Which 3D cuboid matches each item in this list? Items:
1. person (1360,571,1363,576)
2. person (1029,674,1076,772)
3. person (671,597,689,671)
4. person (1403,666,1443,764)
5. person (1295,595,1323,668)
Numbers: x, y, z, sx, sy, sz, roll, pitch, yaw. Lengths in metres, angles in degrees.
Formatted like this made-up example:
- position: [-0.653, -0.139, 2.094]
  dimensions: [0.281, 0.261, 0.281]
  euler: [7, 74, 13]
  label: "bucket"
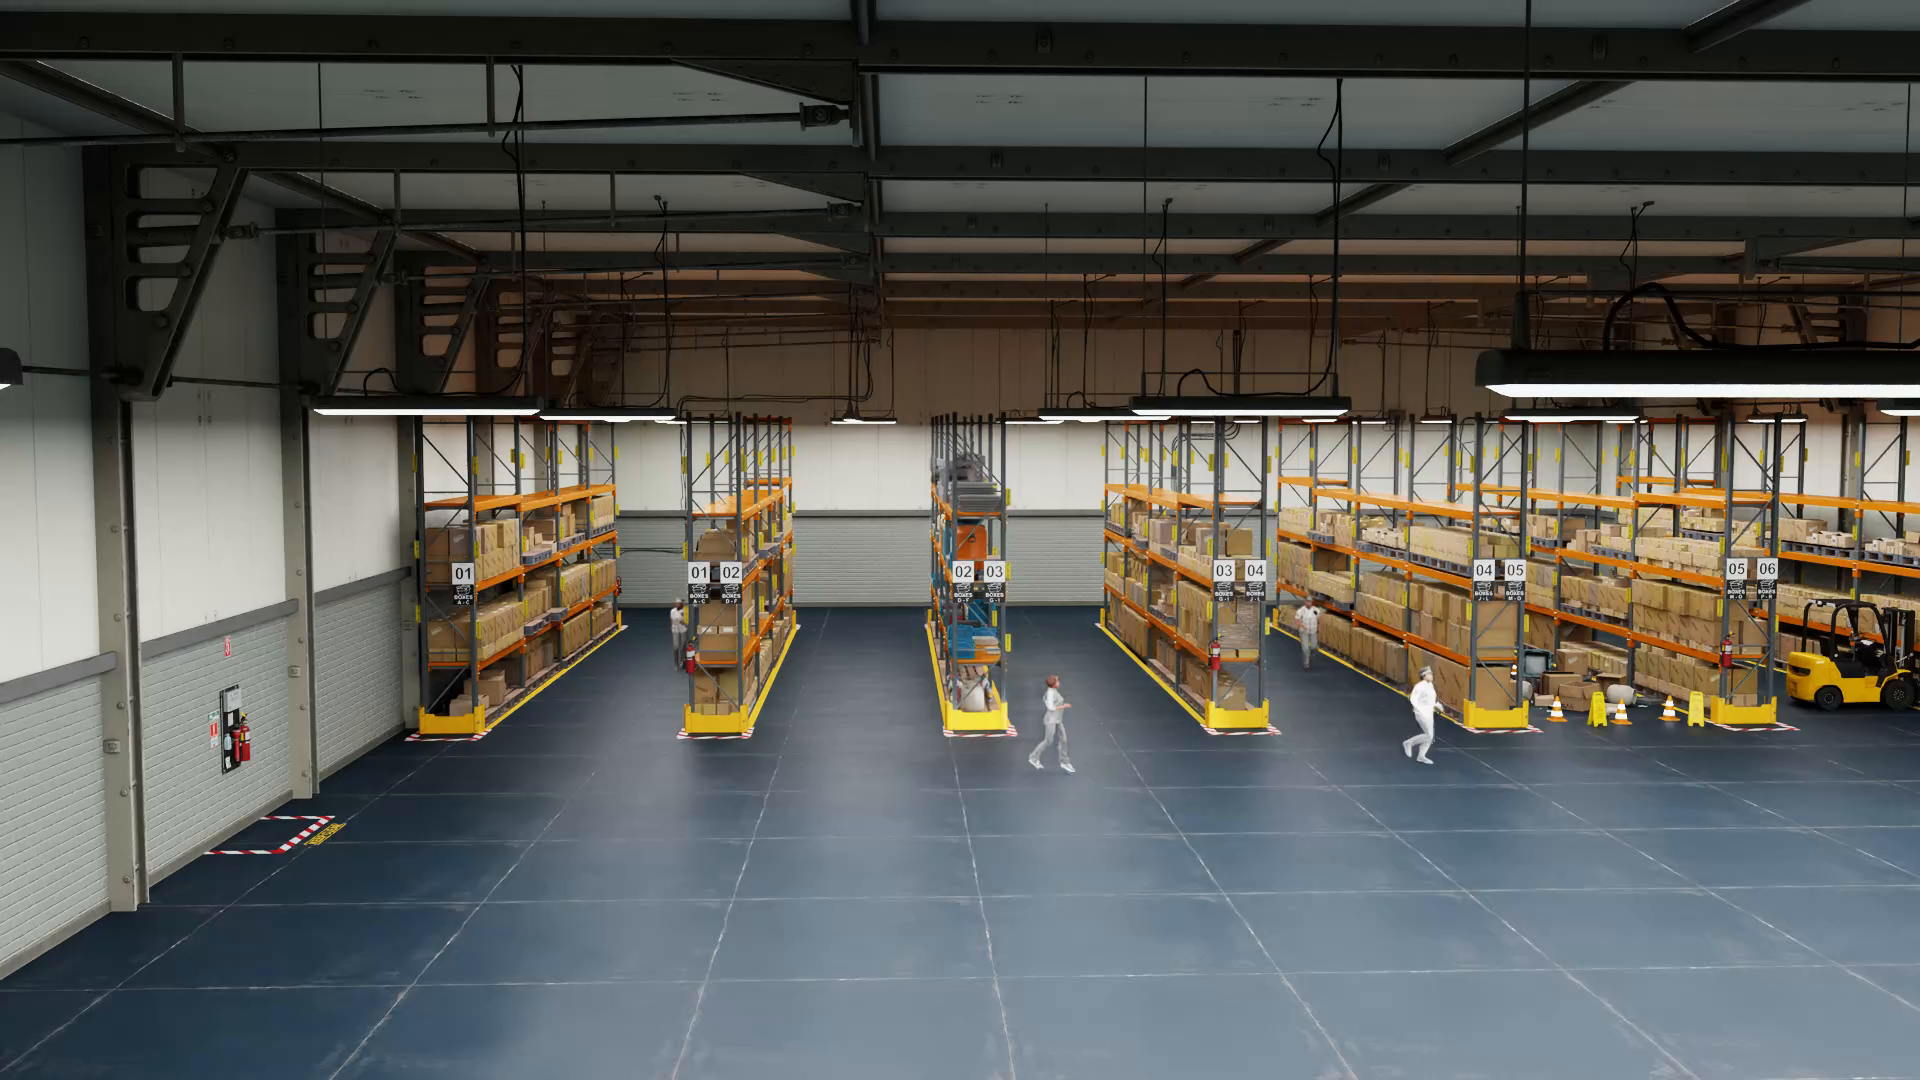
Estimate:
- position: [11.111, 1.746, 45.781]
  dimensions: [0.634, 1.788, 0.892]
  euler: [0, 4, -3]
  label: "person"
- position: [1.524, 3.031, 27.515]
  dimensions: [0.787, 1.623, 0.526]
  euler: [1, 4, 19]
  label: "person"
- position: [-6.598, 2.223, 39.289]
  dimensions: [0.546, 1.766, 0.736]
  euler: [0, 4, 0]
  label: "person"
- position: [7.923, 2.969, 28.388]
  dimensions: [0.588, 1.671, 0.610]
  euler: [3, 5, 38]
  label: "person"
- position: [8.283, 2.167, 39.394]
  dimensions: [0.692, 1.735, 0.589]
  euler: [0, 4, 0]
  label: "person"
